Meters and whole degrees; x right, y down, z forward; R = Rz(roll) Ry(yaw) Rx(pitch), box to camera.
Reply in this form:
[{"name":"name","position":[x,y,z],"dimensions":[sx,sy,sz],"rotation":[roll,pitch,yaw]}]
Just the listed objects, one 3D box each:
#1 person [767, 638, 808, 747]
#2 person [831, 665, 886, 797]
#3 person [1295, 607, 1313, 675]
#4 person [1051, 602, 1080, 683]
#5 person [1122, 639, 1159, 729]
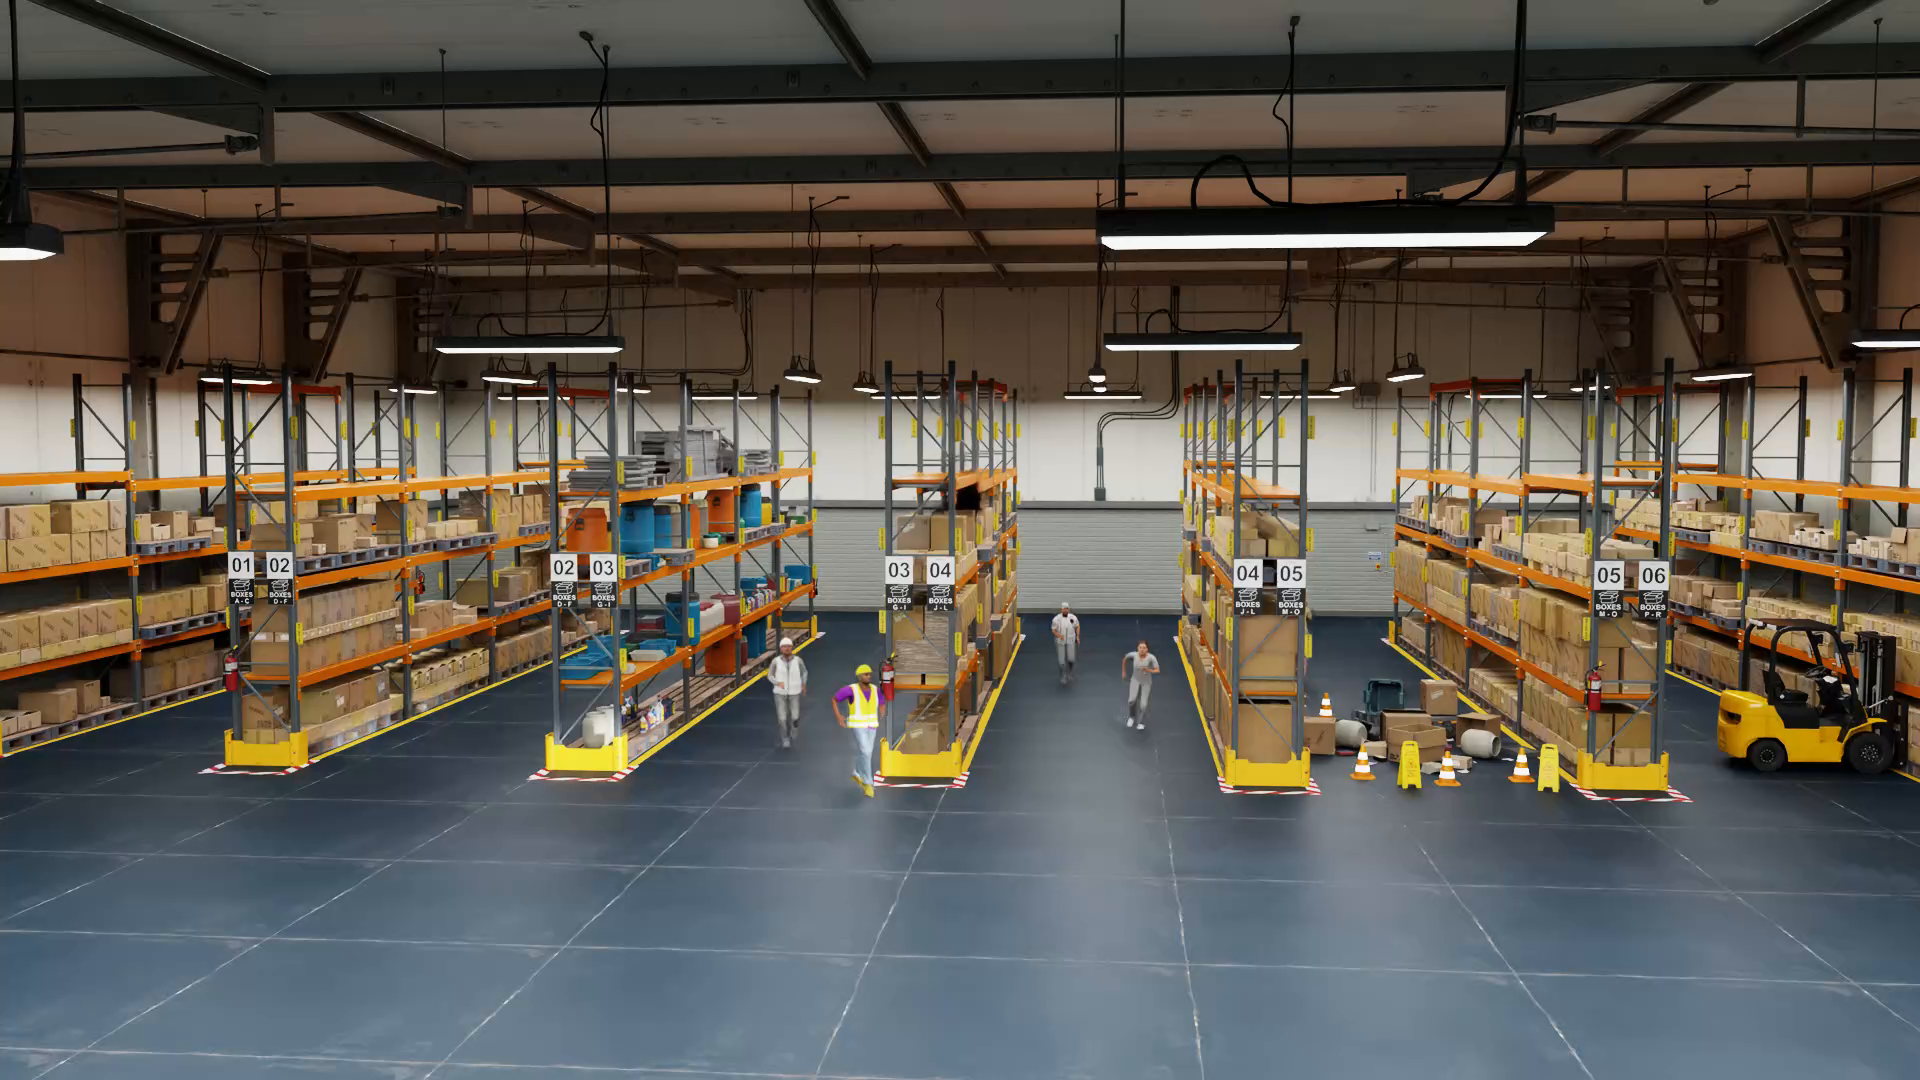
[{"name":"person","position":[-2.711,2.413,26.240],"dimensions":[0.653,1.731,0.569],"rotation":[-1,4,-9]},{"name":"person","position":[-1.349,2.628,23.048],"dimensions":[0.707,1.797,0.764],"rotation":[-3,5,-35]},{"name":"person","position":[6.885,1.921,33.732],"dimensions":[0.562,1.678,0.948],"rotation":[0,4,2]},{"name":"person","position":[2.088,2.034,32.732],"dimensions":[0.584,1.620,0.667],"rotation":[0,4,-1]},{"name":"person","position":[3.018,2.423,27.846],"dimensions":[0.643,1.566,0.728],"rotation":[1,4,9]}]
